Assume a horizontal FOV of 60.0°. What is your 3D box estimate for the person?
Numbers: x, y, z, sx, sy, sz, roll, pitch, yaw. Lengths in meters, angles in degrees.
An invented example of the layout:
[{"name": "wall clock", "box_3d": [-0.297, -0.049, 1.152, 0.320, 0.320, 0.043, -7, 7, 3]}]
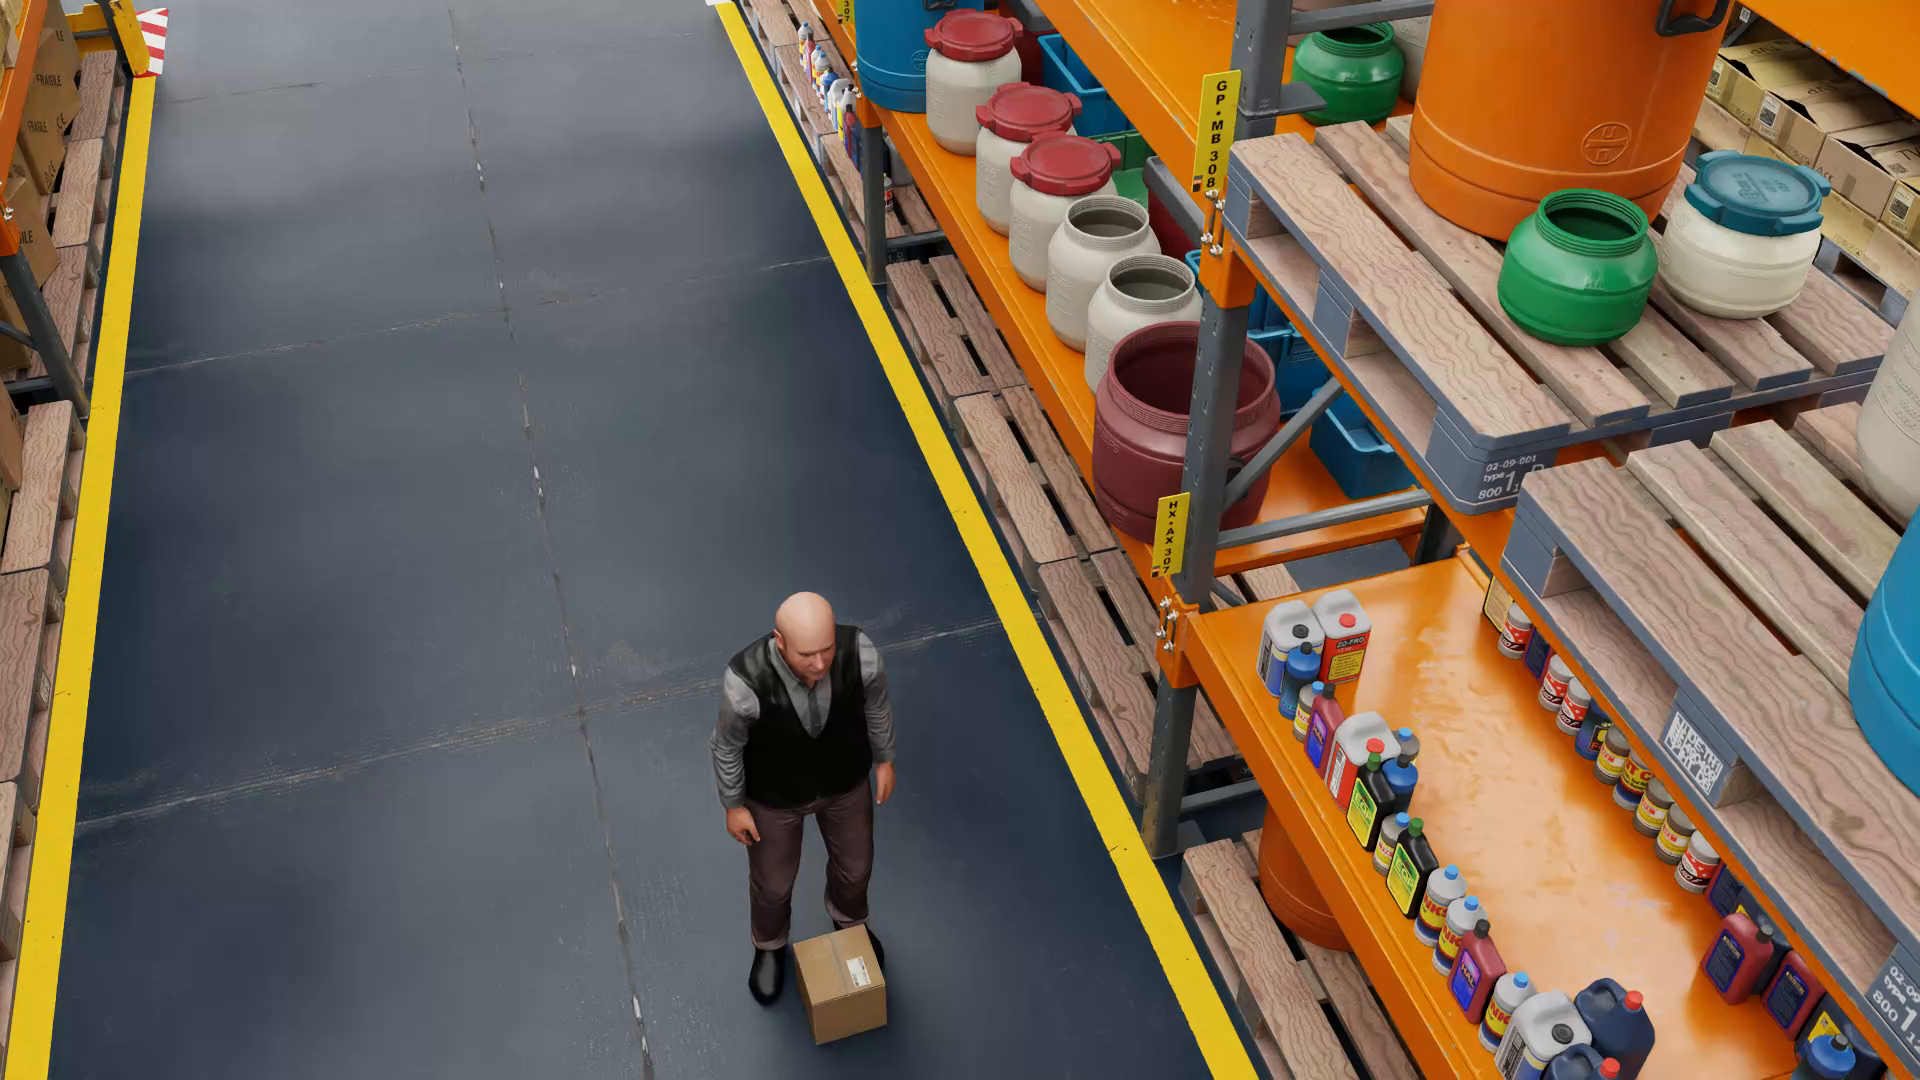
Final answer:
[{"name": "person", "box_3d": [-0.487, 0.774, 5.317, 0.594, 1.721, 0.423, -14, 44, -15]}]
